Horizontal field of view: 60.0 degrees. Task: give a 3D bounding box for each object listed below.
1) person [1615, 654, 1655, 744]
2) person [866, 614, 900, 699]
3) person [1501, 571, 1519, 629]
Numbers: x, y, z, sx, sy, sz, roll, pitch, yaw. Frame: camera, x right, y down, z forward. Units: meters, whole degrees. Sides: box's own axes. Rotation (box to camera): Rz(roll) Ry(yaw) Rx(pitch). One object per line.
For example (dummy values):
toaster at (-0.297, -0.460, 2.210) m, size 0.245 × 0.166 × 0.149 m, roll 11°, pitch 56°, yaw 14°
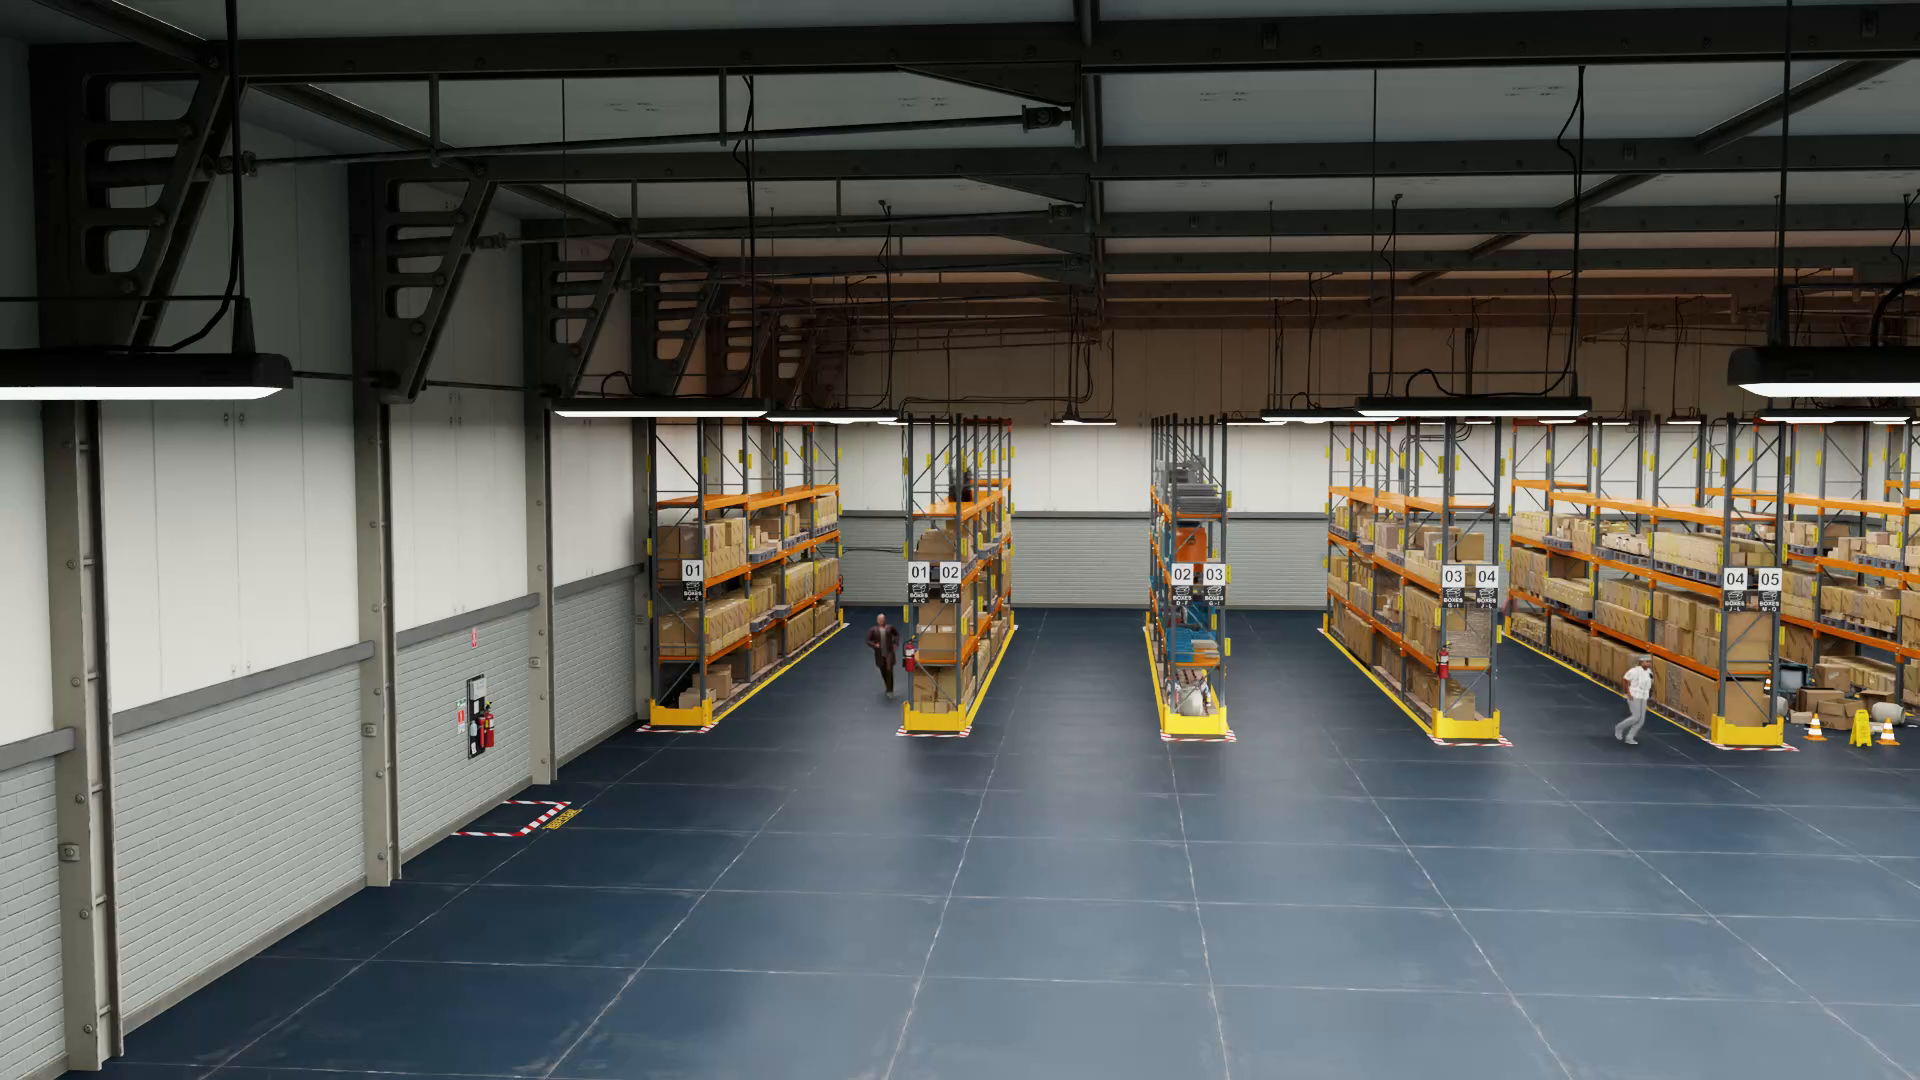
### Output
person at (12.324, 2.872, 30.211) m, size 0.641 × 1.642 × 0.557 m, roll -2°, pitch 4°, yaw -24°
person at (-1.654, 2.464, 35.610) m, size 0.729 × 1.750 × 0.998 m, roll 0°, pitch 4°, yaw 1°
person at (15.763, 1.709, 47.423) m, size 0.777 × 1.716 × 0.551 m, roll -2°, pitch 4°, yaw -29°
